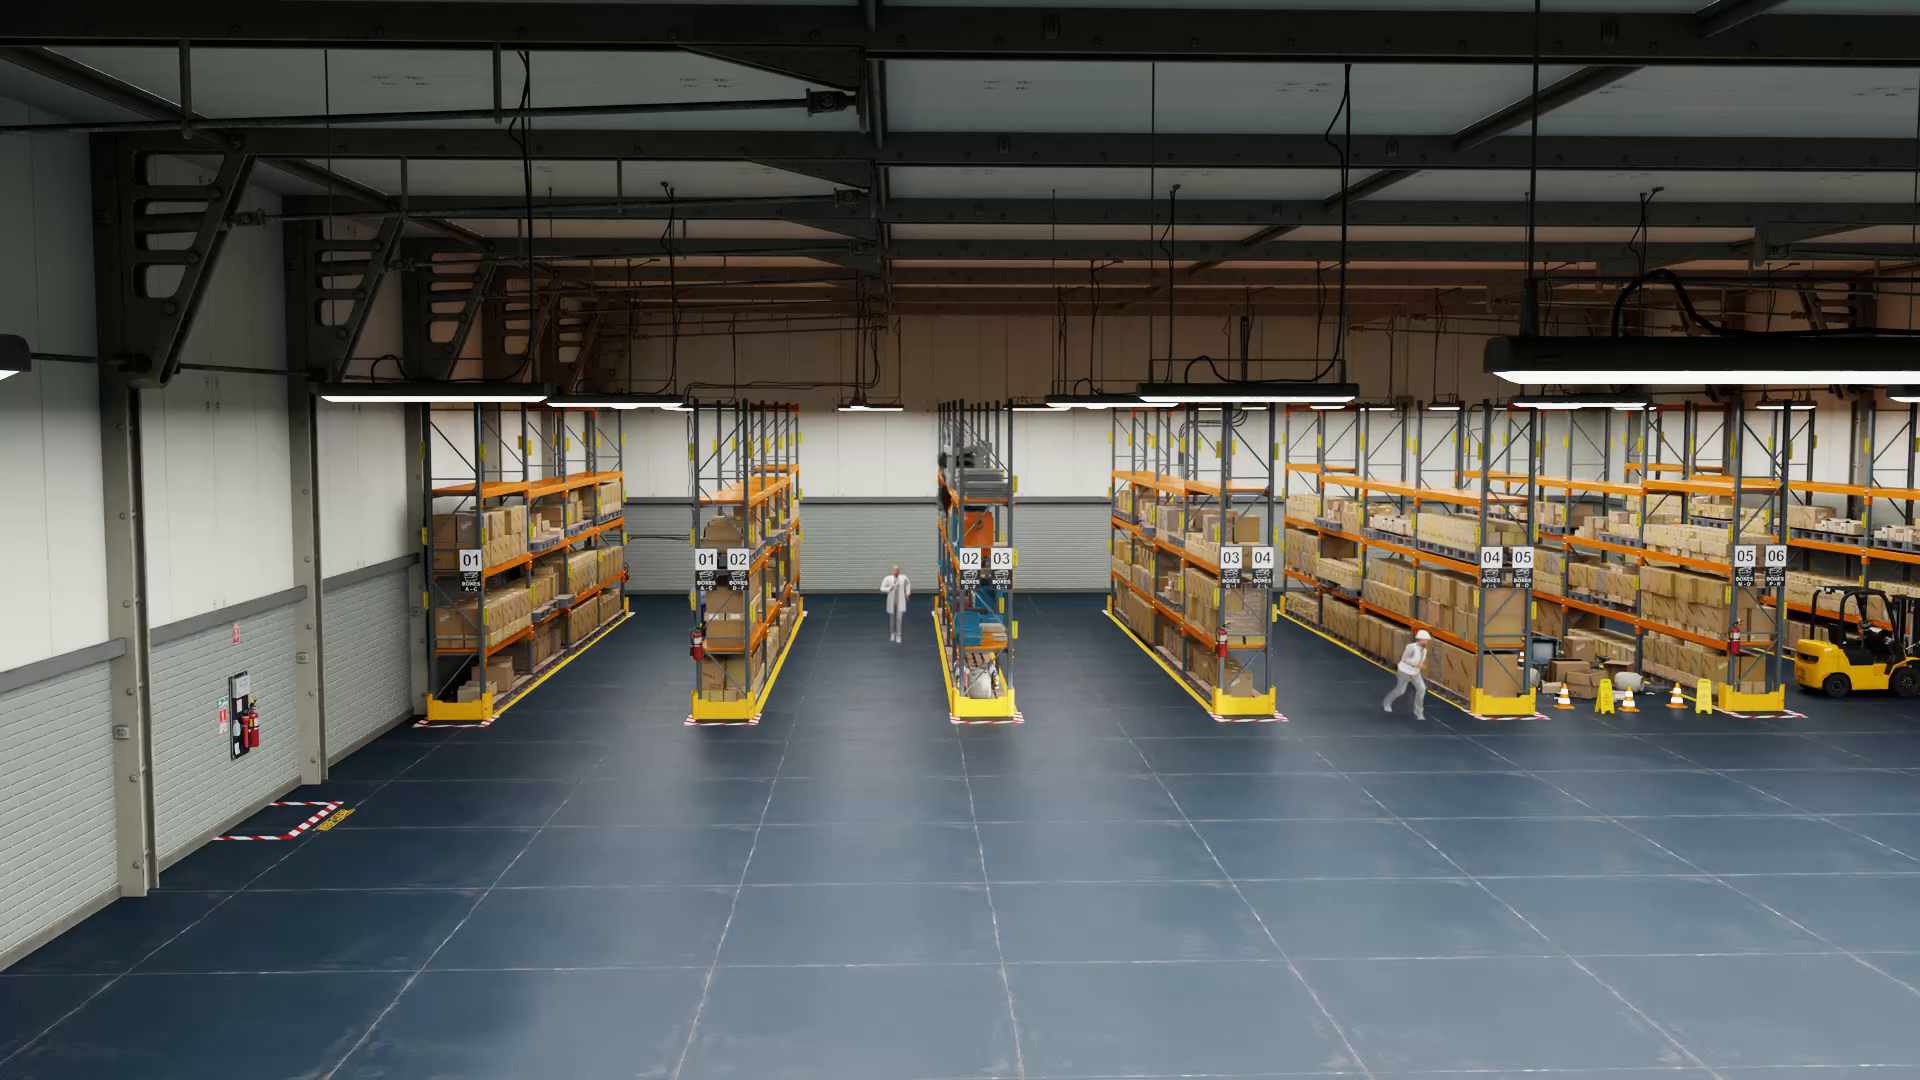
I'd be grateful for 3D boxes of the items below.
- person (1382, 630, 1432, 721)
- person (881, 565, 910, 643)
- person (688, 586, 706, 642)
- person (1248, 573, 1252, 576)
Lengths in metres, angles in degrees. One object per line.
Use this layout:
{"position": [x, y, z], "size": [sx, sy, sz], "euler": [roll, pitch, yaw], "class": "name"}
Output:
{"position": [8.443, 2.527, 31.346], "size": [0.701, 1.733, 1.024], "euler": [-4, 6, -40], "class": "person"}
{"position": [-1.539, 1.521, 39.675], "size": [0.707, 1.842, 0.941], "euler": [0, 4, -3], "class": "person"}
{"position": [-6.507, 1.773, 41.603], "size": [0.556, 1.678, 0.746], "euler": [0, 4, 5], "class": "person"}
{"position": [8.562, 1.173, 48.342], "size": [0.694, 1.785, 0.907], "euler": [4, 6, 40], "class": "person"}
